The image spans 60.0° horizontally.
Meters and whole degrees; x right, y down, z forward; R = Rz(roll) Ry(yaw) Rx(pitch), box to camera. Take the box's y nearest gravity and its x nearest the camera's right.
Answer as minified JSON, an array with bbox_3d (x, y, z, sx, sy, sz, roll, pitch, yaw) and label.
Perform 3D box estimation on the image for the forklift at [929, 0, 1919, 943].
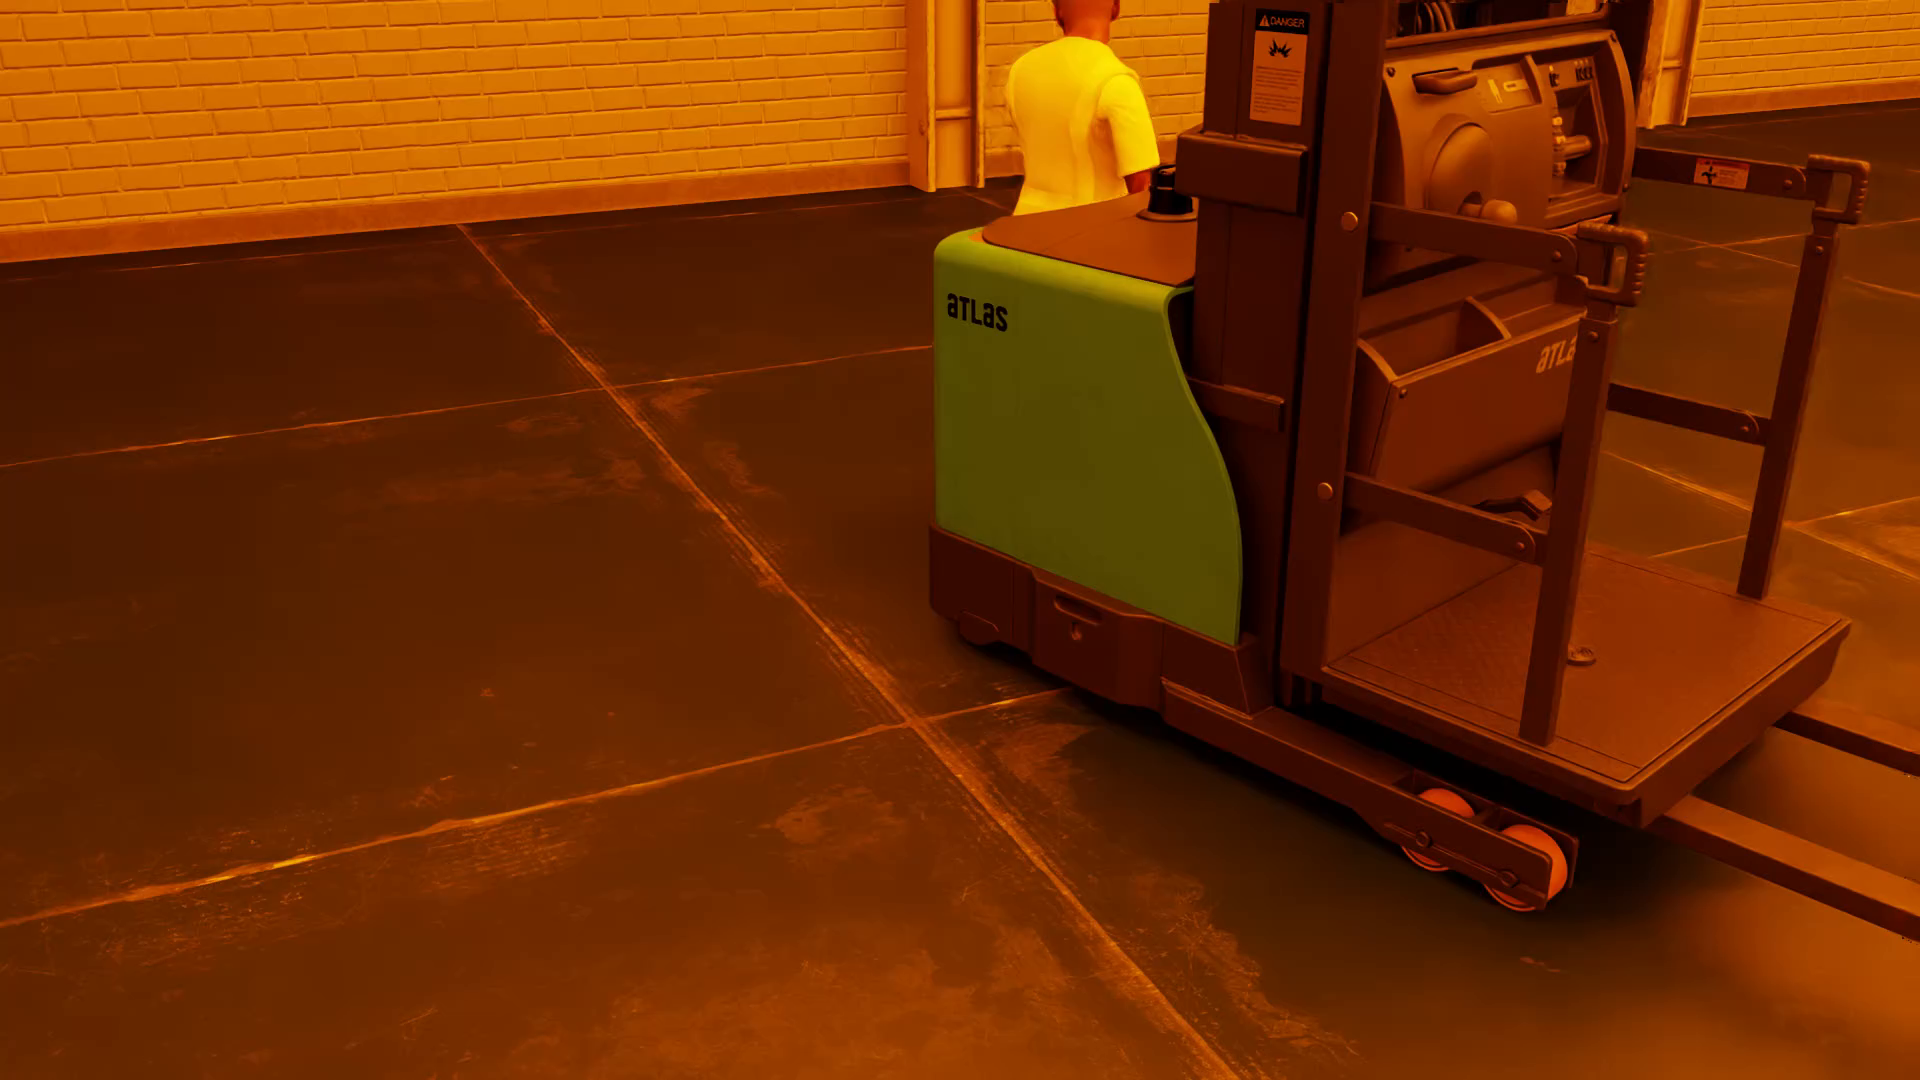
[{"bbox_3d":[1.295,-0.836,3.298,1.130,2.935,3.031,-20,30,-39],"label":"forklift"}]

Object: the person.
[{"bbox_3d":[0.463,-0.886,5.033,0.910,1.713,0.737,-20,30,-39],"label":"person"}]
